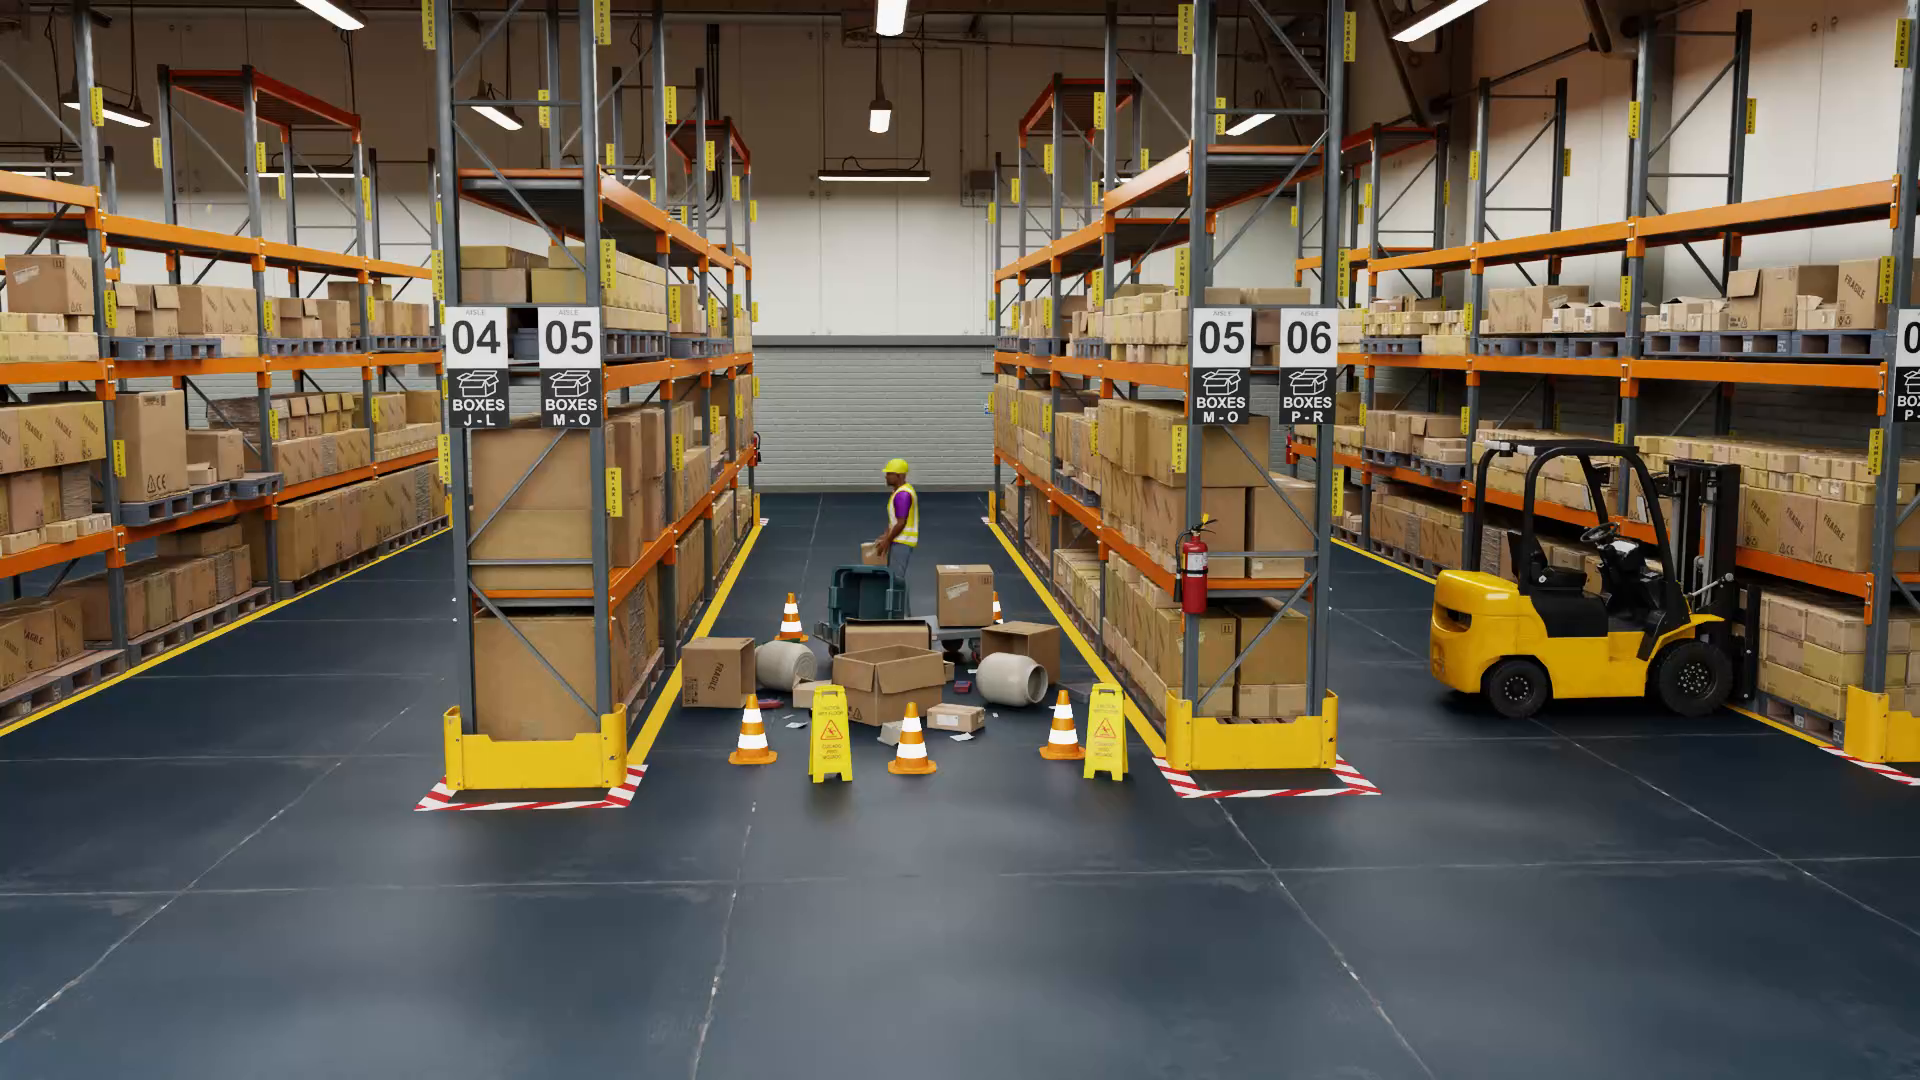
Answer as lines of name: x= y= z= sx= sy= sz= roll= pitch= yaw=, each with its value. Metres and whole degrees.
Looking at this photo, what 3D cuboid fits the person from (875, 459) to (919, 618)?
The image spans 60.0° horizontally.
person: x=-0.659 y=0.036 z=17.338 sx=0.458 sy=1.767 sz=0.575 roll=-1 pitch=7 yaw=-5
